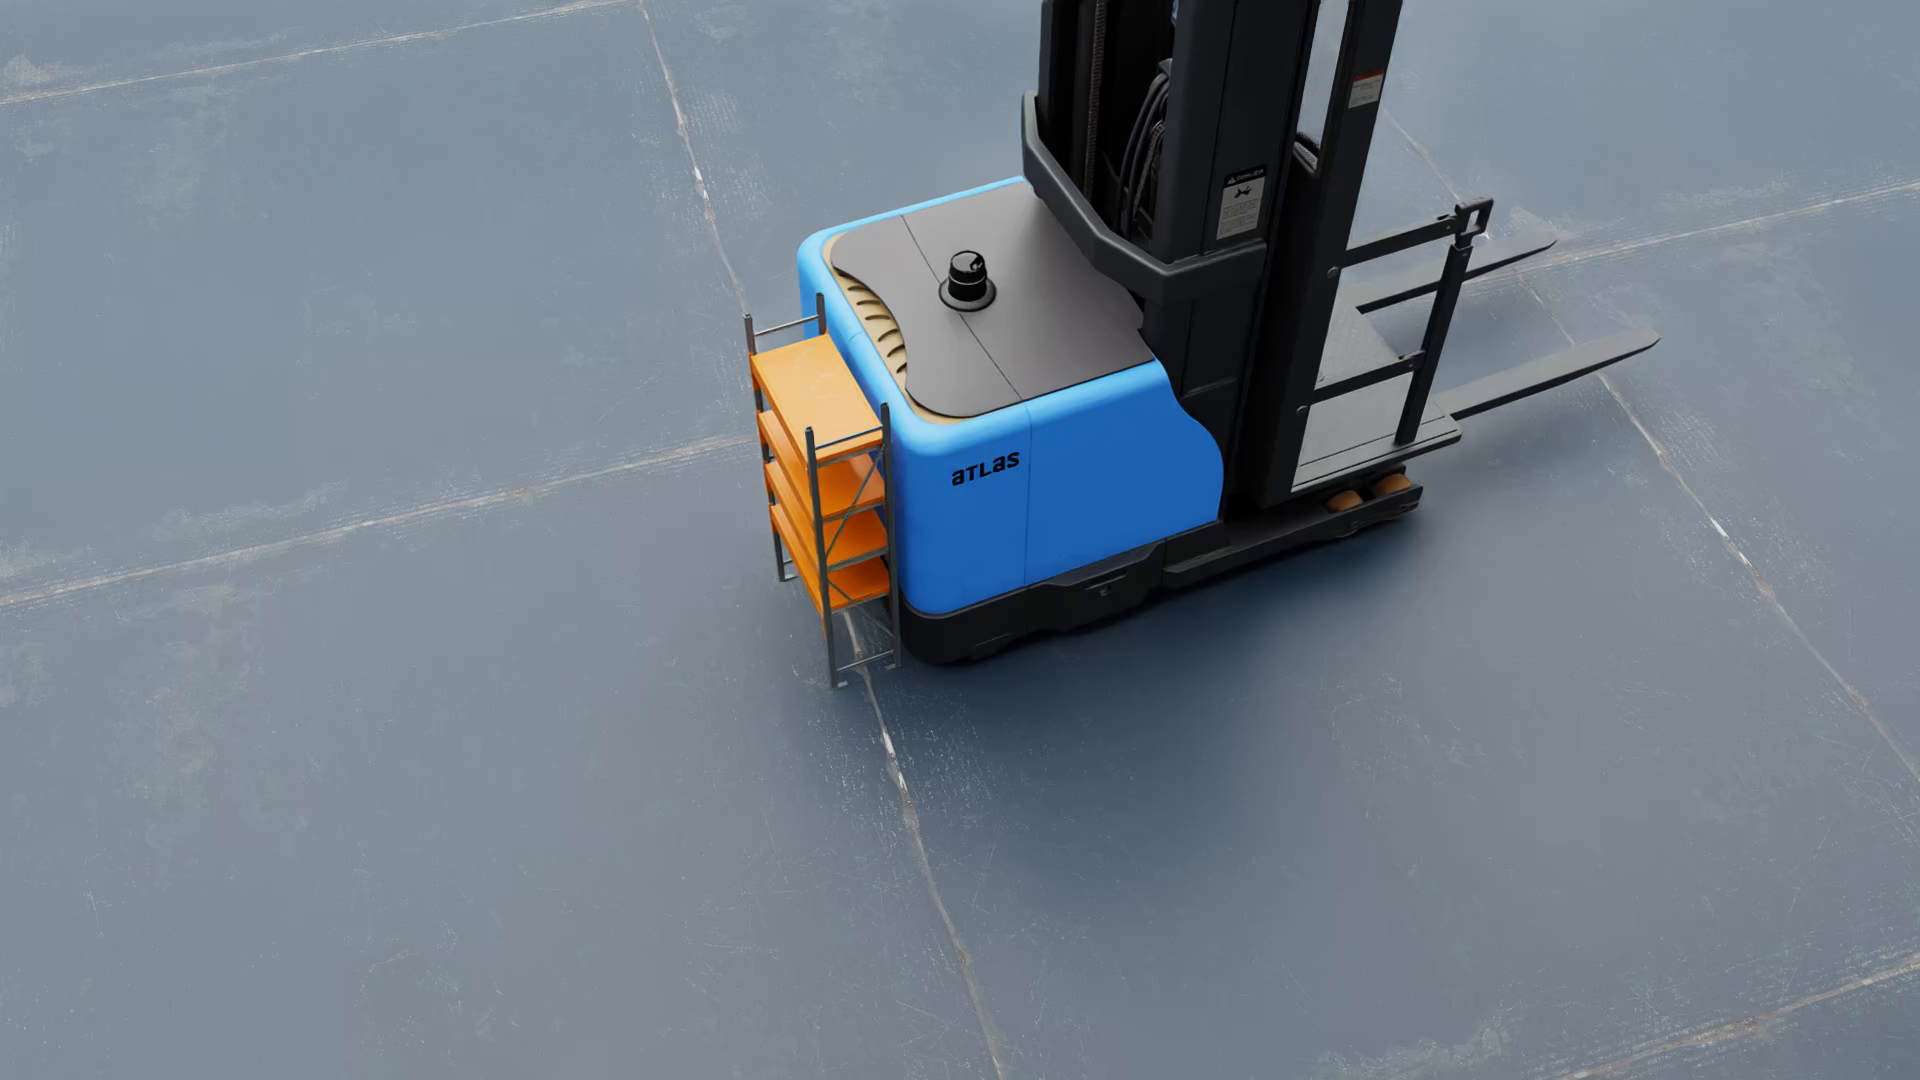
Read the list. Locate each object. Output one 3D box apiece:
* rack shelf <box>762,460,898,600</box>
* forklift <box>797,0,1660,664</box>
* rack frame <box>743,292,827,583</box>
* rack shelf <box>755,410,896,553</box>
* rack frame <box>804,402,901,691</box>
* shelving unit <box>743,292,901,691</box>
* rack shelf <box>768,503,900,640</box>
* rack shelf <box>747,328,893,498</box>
[{"bbox_3d":[-0.403,-0.072,5.114,0.258,0.148,0.480,-19,52,-15],"label":"rack shelf"},{"bbox_3d":[1.044,-1.308,4.936,3.031,2.935,1.130,-19,52,-15],"label":"forklift"},{"bbox_3d":[-0.503,-0.285,5.206,0.240,1.200,0.015,-19,52,-15],"label":"rack frame"},{"bbox_3d":[-0.403,-0.216,4.943,0.258,0.148,0.480,-19,52,-15],"label":"rack shelf"},{"bbox_3d":[-0.303,0.055,4.919,0.240,1.200,0.015,-19,52,-15],"label":"rack frame"},{"bbox_3d":[-0.403,-0.115,5.062,0.258,1.200,0.503,-19,52,-15],"label":"shelving unit"},{"bbox_3d":[-0.403,0.056,5.266,0.258,0.148,0.480,-19,52,-15],"label":"rack shelf"},{"bbox_3d":[-0.403,-0.368,4.762,0.258,0.148,0.480,-19,52,-15],"label":"rack shelf"}]
